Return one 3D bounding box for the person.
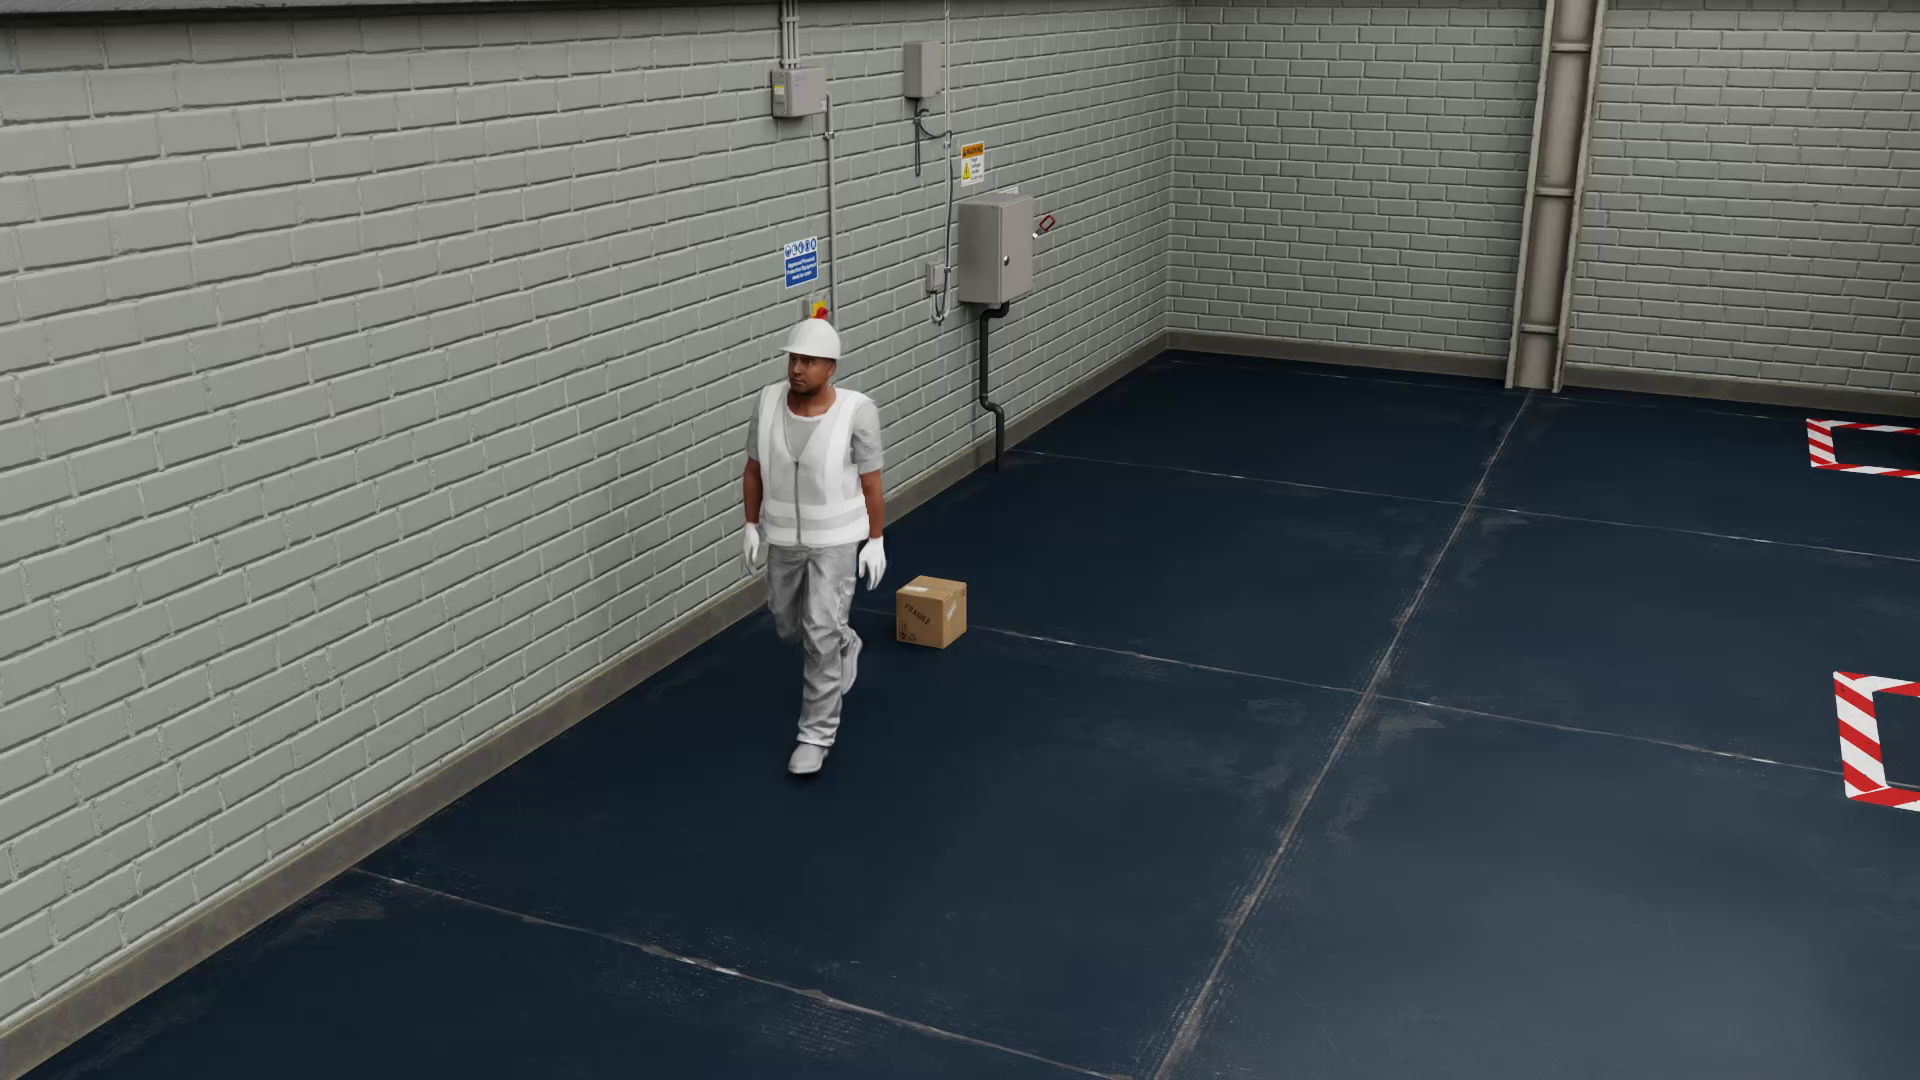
[{"bbox_3d":[-0.561,-0.027,6.596,0.571,1.762,0.892,7,20,19],"label":"person"}]
